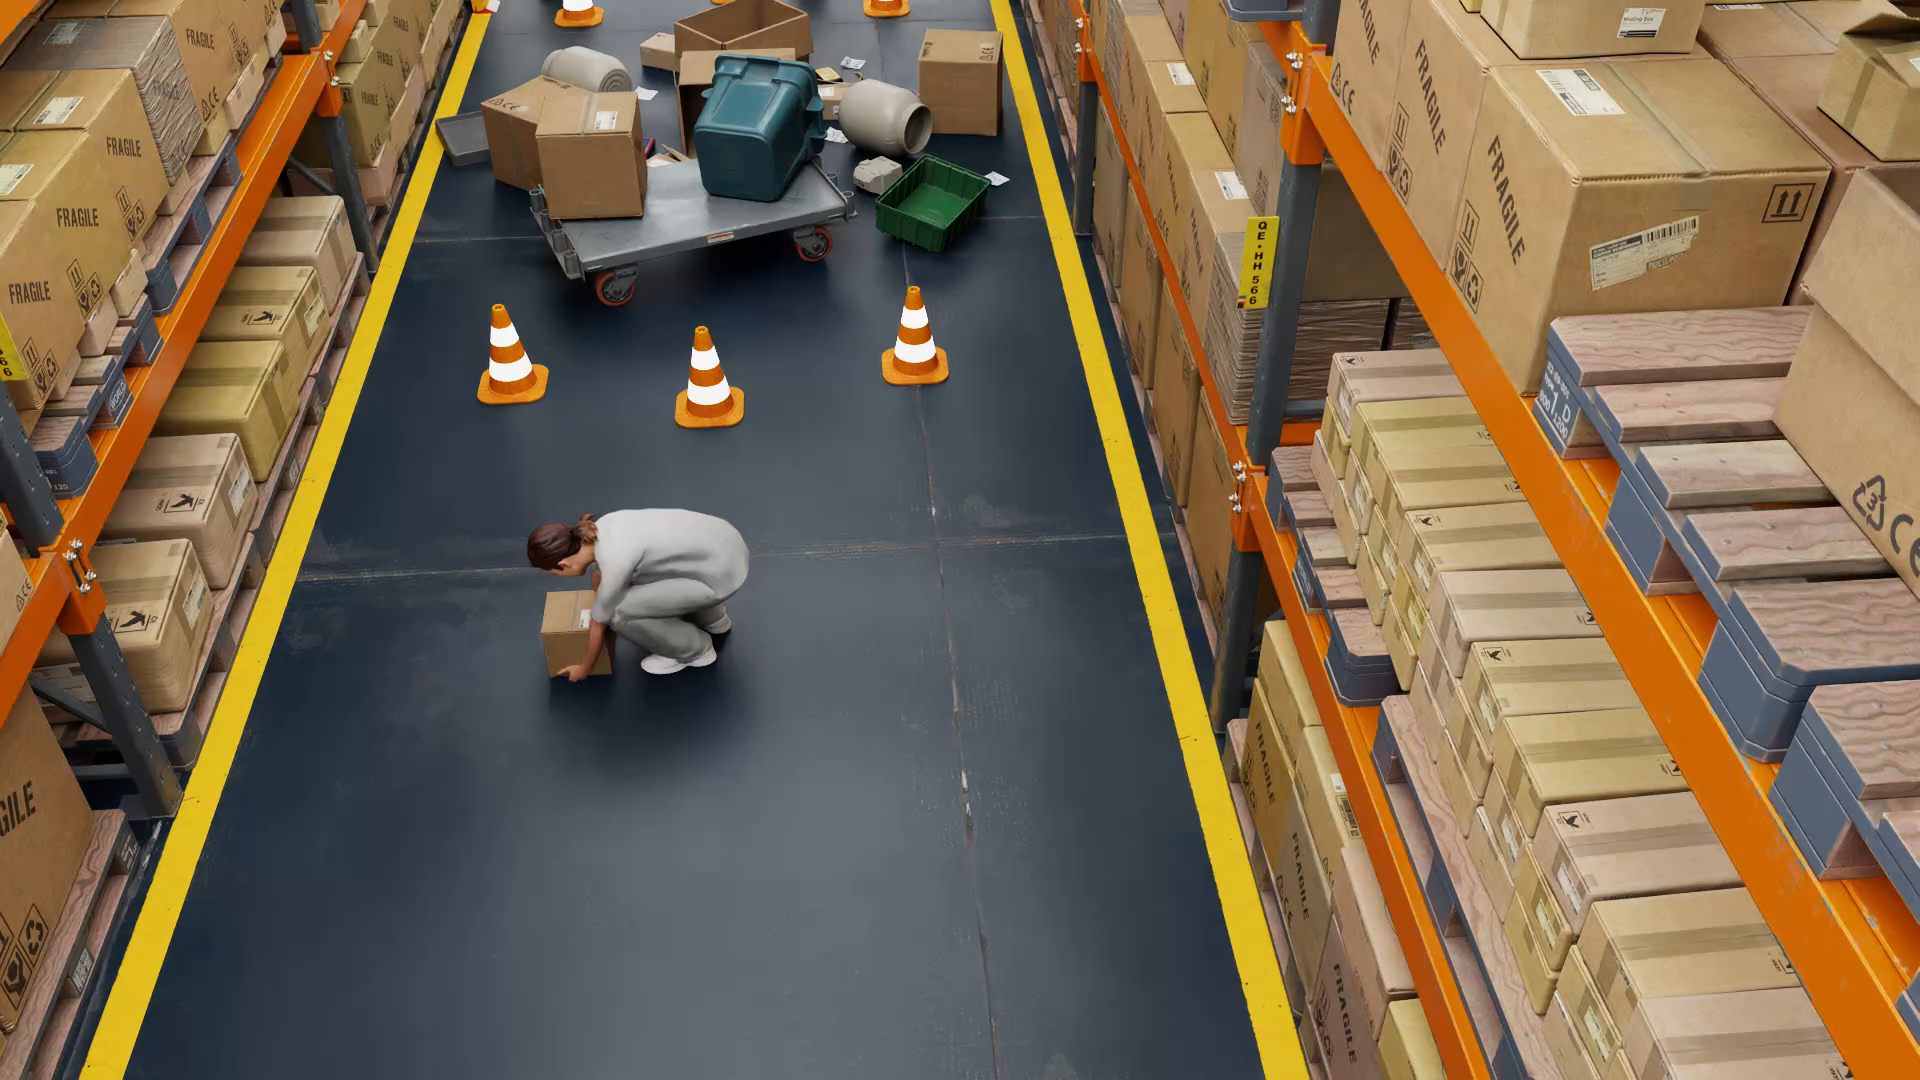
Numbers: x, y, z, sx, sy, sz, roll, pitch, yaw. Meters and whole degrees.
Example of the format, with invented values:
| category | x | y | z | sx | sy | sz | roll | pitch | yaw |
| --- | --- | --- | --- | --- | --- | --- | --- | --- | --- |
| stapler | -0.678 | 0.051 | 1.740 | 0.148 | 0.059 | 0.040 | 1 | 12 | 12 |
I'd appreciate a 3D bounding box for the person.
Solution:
| category | x | y | z | sx | sy | sz | roll | pitch | yaw |
| --- | --- | --- | --- | --- | --- | --- | --- | --- | --- |
| person | -1.268 | 0.191 | 6.697 | 0.848 | 0.777 | 0.456 | -4 | 39 | -5 |
